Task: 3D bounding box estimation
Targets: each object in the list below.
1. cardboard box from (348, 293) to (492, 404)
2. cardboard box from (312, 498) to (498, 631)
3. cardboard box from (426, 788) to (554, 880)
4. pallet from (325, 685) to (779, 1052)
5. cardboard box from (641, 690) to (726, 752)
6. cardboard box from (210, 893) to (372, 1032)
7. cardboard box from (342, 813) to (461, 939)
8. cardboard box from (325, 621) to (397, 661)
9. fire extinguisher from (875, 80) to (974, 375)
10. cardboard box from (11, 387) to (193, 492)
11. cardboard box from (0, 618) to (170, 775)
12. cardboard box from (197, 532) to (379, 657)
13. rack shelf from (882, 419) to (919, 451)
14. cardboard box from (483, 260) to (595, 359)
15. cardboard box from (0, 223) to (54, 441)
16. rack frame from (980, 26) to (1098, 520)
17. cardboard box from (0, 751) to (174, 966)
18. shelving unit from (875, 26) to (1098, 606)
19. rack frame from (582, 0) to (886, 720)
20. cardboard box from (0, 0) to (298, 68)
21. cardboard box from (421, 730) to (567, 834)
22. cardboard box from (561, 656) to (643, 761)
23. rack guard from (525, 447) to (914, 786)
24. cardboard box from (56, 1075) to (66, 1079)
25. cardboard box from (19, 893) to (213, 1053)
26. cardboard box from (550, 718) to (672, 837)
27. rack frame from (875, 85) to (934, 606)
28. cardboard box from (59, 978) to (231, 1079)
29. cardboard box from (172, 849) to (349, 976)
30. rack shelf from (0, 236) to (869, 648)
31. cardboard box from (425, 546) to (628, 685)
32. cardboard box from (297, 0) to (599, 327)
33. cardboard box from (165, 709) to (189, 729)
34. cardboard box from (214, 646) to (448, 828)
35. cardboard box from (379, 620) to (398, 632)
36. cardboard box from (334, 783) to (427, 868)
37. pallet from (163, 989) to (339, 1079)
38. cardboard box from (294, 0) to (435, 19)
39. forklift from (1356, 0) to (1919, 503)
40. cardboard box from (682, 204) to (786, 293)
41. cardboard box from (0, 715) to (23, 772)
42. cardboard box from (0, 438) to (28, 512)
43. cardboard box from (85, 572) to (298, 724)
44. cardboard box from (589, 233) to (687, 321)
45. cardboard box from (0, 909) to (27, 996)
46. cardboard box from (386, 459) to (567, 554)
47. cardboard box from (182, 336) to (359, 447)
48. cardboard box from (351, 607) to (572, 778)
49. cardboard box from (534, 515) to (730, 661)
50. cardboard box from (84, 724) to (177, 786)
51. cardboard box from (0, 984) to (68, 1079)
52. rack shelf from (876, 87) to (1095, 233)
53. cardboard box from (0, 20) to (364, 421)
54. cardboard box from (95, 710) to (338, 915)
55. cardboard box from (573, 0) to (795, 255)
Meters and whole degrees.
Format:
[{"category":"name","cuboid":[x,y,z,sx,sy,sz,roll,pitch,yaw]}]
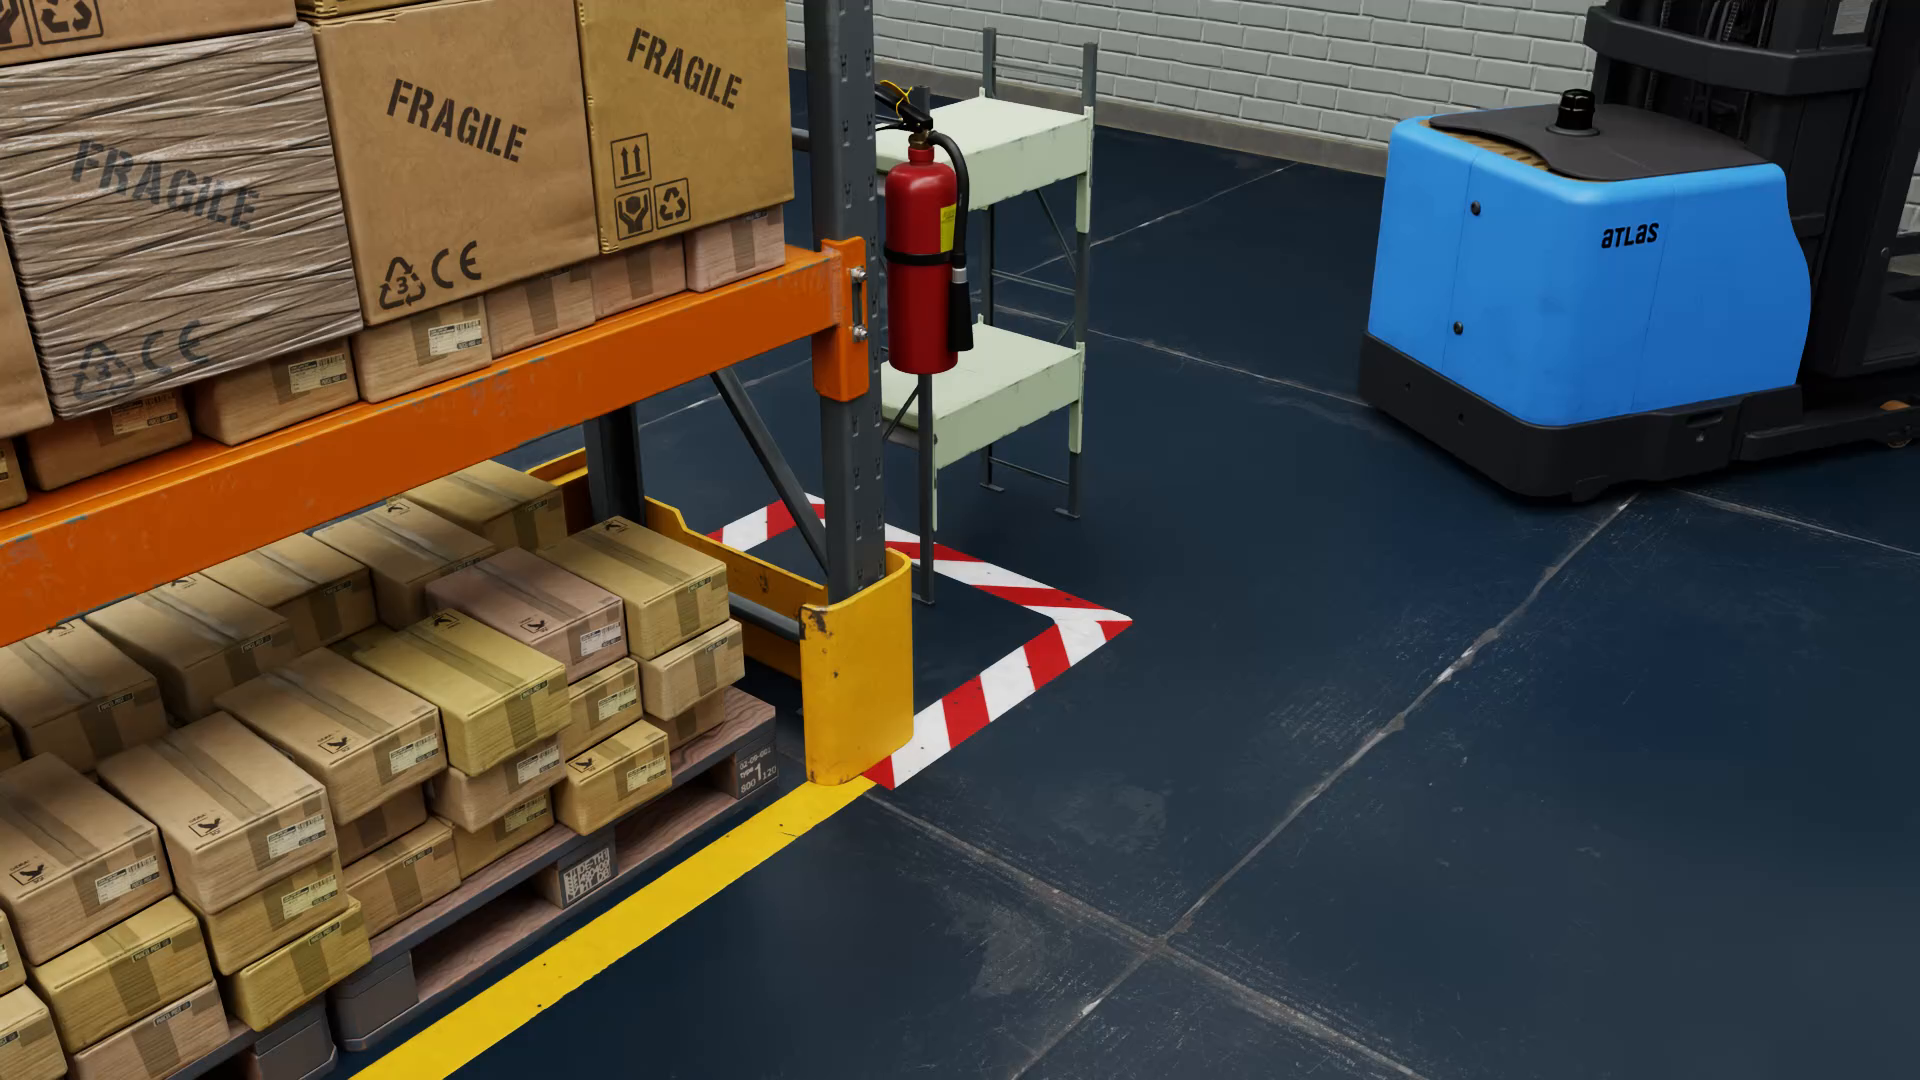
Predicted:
[{"category":"cardboard box","cuboid":[-1.073,-0.397,3.026,0.380,0.149,0.250,22,34,36]},{"category":"cardboard box","cuboid":[-1.283,0.061,3.867,0.380,0.149,0.250,21,34,35]},{"category":"cardboard box","cuboid":[-1.098,0.542,3.583,0.380,0.149,0.250,21,34,34]},{"category":"pallet","cuboid":[-1.197,0.569,3.921,1.003,0.211,1.213,21,34,34]},{"category":"cardboard box","cuboid":[-0.778,0.353,3.949,0.380,0.149,0.250,21,34,35]},{"category":"cardboard box","cuboid":[-1.359,0.742,3.196,0.380,0.149,0.250,19,33,32]},{"category":"cardboard box","cuboid":[-1.245,0.634,3.406,0.380,0.149,0.250,21,34,35]},{"category":"cardboard box","cuboid":[-1.441,0.277,3.771,0.380,0.149,0.250,21,34,35]},{"category":"fire extinguisher","cuboid":[-0.088,-0.729,3.884,0.296,0.674,0.183,21,34,34]},{"category":"cardboard box","cuboid":[-1.481,-0.234,2.710,0.380,0.149,0.250,19,33,32]},{"category":"cardboard box","cuboid":[-1.819,0.320,3.365,0.380,0.149,0.250,22,35,36]},{"category":"cardboard box","cuboid":[-1.542,0.112,3.766,0.380,0.149,0.250,21,34,34]},{"category":"rack shelf","cuboid":[-0.004,-0.438,5.018,0.332,0.071,0.664,21,34,34]},{"category":"cardboard box","cuboid":[-0.929,-0.494,3.214,0.380,0.149,0.250,20,34,34]},{"category":"cardboard box","cuboid":[-1.664,-0.379,2.285,0.500,0.500,0.500,23,35,37]},{"category":"rack frame","cuboid":[0.229,-0.794,5.152,0.400,1.500,0.023,21,34,34]},{"category":"cardboard box","cuboid":[-1.611,0.550,2.920,0.380,0.149,0.250,19,33,33]},{"category":"shelving unit","cuboid":[-0.004,-0.664,4.901,0.431,1.500,0.755,21,34,34]},{"category":"rack frame","cuboid":[-0.605,-0.974,3.869,1.000,3.000,0.127,21,34,34]},{"category":"cardboard box","cuboid":[-1.350,-0.993,2.385,0.500,0.500,0.500,23,35,37]},{"category":"cardboard box","cuboid":[-1.049,0.429,3.479,0.380,0.149,0.250,19,33,32]},{"category":"cardboard box","cuboid":[-0.928,0.321,3.687,0.380,0.149,0.250,20,33,33]},{"category":"rack guard","cuboid":[-0.653,0.163,4.391,1.175,0.500,0.348,21,34,34]},{"category":"cardboard box","cuboid":[-1.767,0.901,2.889,0.380,0.149,0.250,22,34,36]},{"category":"cardboard box","cuboid":[-1.546,0.701,2.952,0.380,0.149,0.250,23,35,37]},{"category":"cardboard box","cuboid":[-0.864,0.474,3.715,0.380,0.149,0.250,22,35,36]},{"category":"rack frame","cuboid":[-0.237,-0.534,4.650,0.400,1.500,0.023,21,34,34]},{"category":"cardboard box","cuboid":[-1.549,0.833,3.020,0.380,0.149,0.250,22,34,35]},{"category":"cardboard box","cuboid":[-1.369,0.616,3.117,0.380,0.149,0.250,21,34,35]},{"category":"rack shelf","cuboid":[-1.877,0.054,2.663,1.077,0.370,4.000,21,34,34]},{"category":"cardboard box","cuboid":[-0.950,0.175,3.645,0.380,0.149,0.250,22,34,35]},{"category":"cardboard box","cuboid":[-1.023,-0.735,2.974,0.500,0.500,0.500,20,33,34]},{"category":"cardboard box","cuboid":[-1.688,0.336,3.657,0.380,0.149,0.250,22,35,36]},{"category":"cardboard box","cuboid":[-1.230,0.377,3.254,0.380,0.149,0.250,19,33,32]},{"category":"cardboard box","cuboid":[-1.354,0.165,3.989,0.380,0.149,0.250,21,34,34]},{"category":"cardboard box","cuboid":[-1.300,0.494,3.353,0.380,0.149,0.250,20,34,34]},{"category":"pallet","cuboid":[-1.973,0.999,3.088,1.003,0.211,1.213,21,34,34]},{"category":"cardboard box","cuboid":[-1.026,-1.180,2.746,0.500,0.500,0.500,19,33,33]},{"category":"forklift","cuboid":[3.036,-1.812,5.632,3.031,2.867,1.129,-10,29,-19]},{"category":"cardboard box","cuboid":[-0.594,-0.665,3.543,0.380,0.149,0.250,21,34,34]},{"category":"cardboard box","cuboid":[-2.022,0.400,3.210,0.380,0.149,0.250,21,34,35]},{"category":"cardboard box","cuboid":[-1.637,-0.135,2.519,0.380,0.149,0.250,21,34,35]},{"category":"cardboard box","cuboid":[-1.636,0.225,3.550,0.380,0.149,0.250,19,33,32]},{"category":"cardboard box","cuboid":[-0.781,-0.587,3.394,0.380,0.149,0.250,21,34,34]},{"category":"cardboard box","cuboid":[-1.756,0.651,2.725,0.380,0.149,0.250,21,34,35]},{"category":"cardboard box","cuboid":[-1.200,-0.072,4.124,0.380,0.149,0.250,19,33,32]},{"category":"cardboard box","cuboid":[-1.264,-0.312,2.862,0.380,0.149,0.250,19,33,32]},{"category":"cardboard box","cuboid":[-1.017,0.304,3.396,0.380,0.149,0.250,20,33,33]},{"category":"cardboard box","cuboid":[-0.746,0.103,3.785,0.380,0.149,0.250,21,34,35]},{"category":"cardboard box","cuboid":[-1.783,0.458,3.421,0.380,0.149,0.250,19,33,32]},{"category":"cardboard box","cuboid":[-1.700,0.807,2.747,0.380,0.149,0.250,21,34,35]},{"category":"rack shelf","cuboid":[-0.004,-1.010,4.721,0.431,0.370,0.720,21,34,34]},{"category":"cardboard box","cuboid":[-1.338,-0.553,2.621,0.500,0.500,0.500,21,34,35]},{"category":"cardboard box","cuboid":[-1.358,0.489,3.038,0.380,0.149,0.250,22,35,36]},{"category":"cardboard box","cuboid":[-0.692,-0.916,3.324,0.500,0.500,0.500,22,34,35]}]
